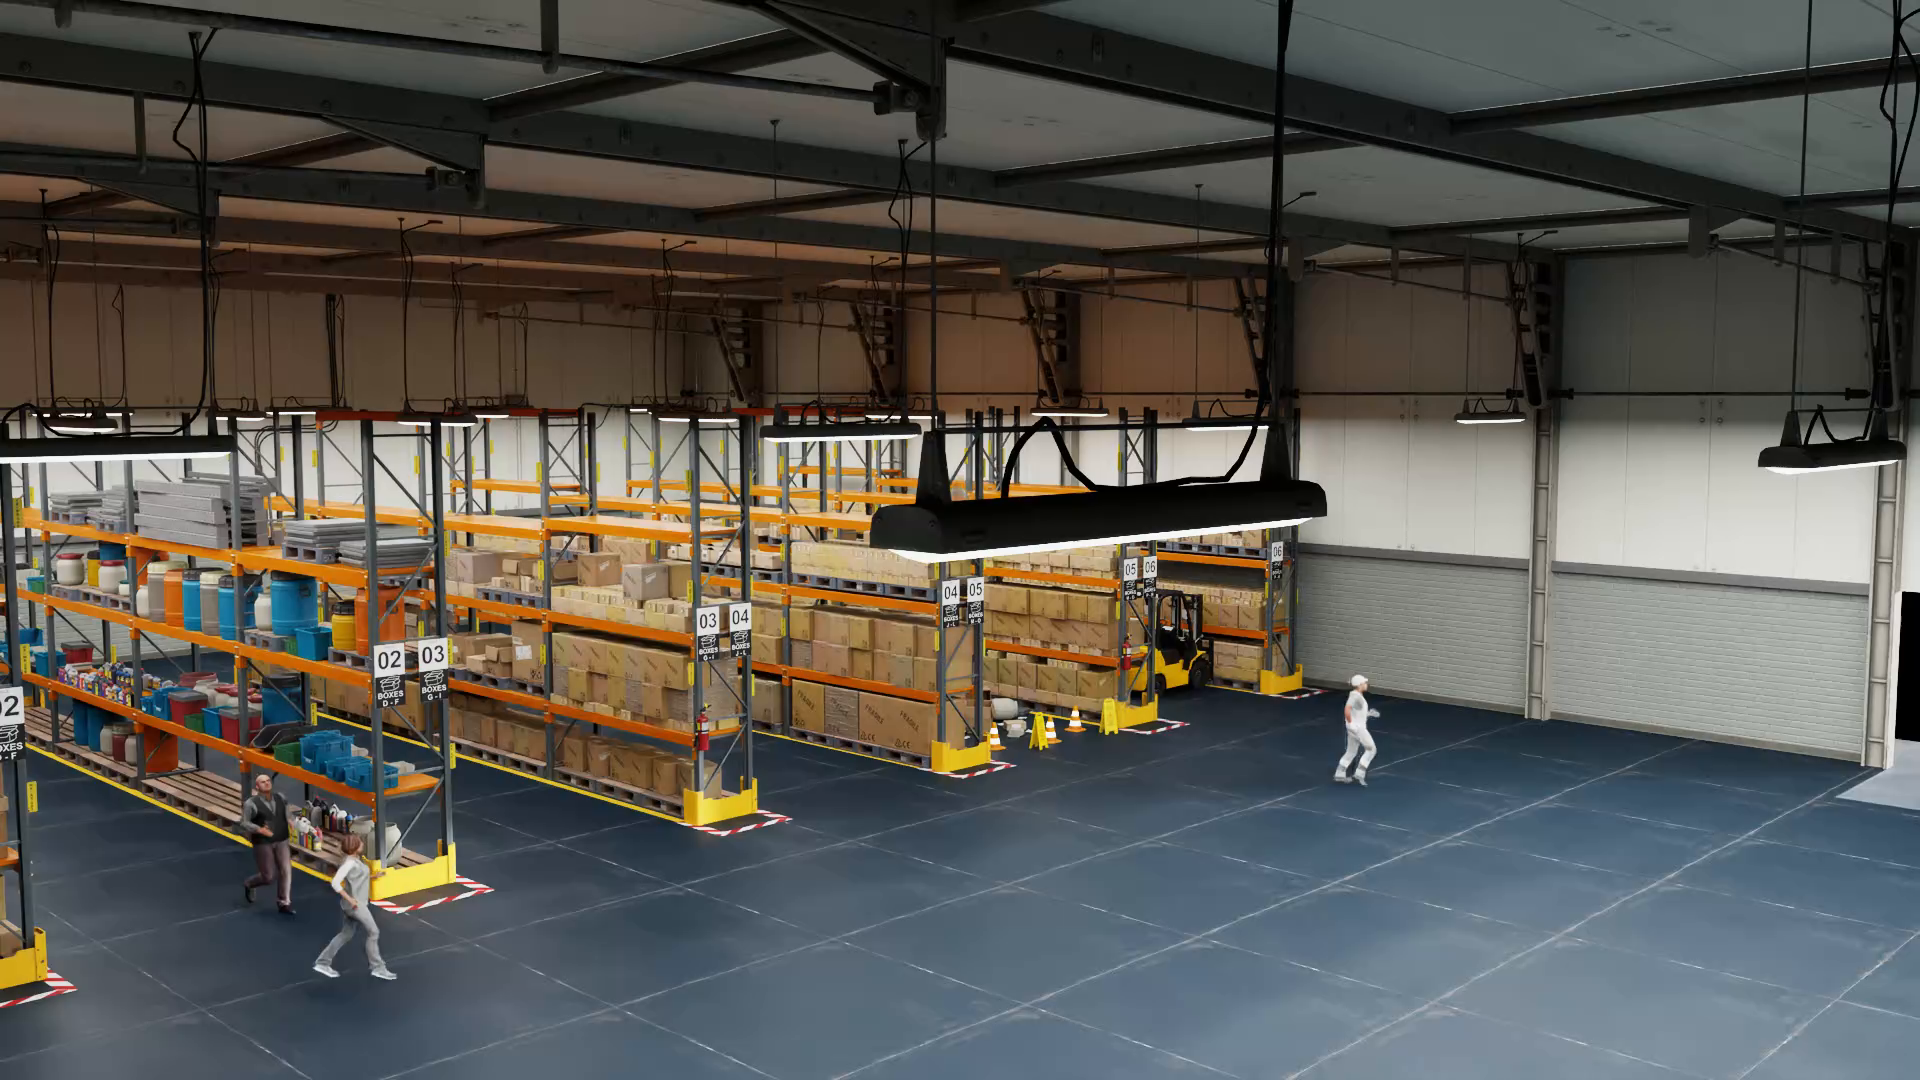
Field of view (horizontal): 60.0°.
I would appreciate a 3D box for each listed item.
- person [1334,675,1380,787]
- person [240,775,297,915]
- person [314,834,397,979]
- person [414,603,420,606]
[{"bbox_3d":[6.426,3.078,26.828,0.738,1.816,0.642,0,5,-1],"label":"person"},{"bbox_3d":[-8.379,3.702,20.298,0.855,1.668,0.676,5,7,42],"label":"person"},{"bbox_3d":[-6.489,3.939,17.787,0.822,1.618,0.521,-2,6,-25],"label":"person"},{"bbox_3d":[-12.419,2.216,37.719,0.662,1.586,0.553,-2,5,-21],"label":"person"}]
